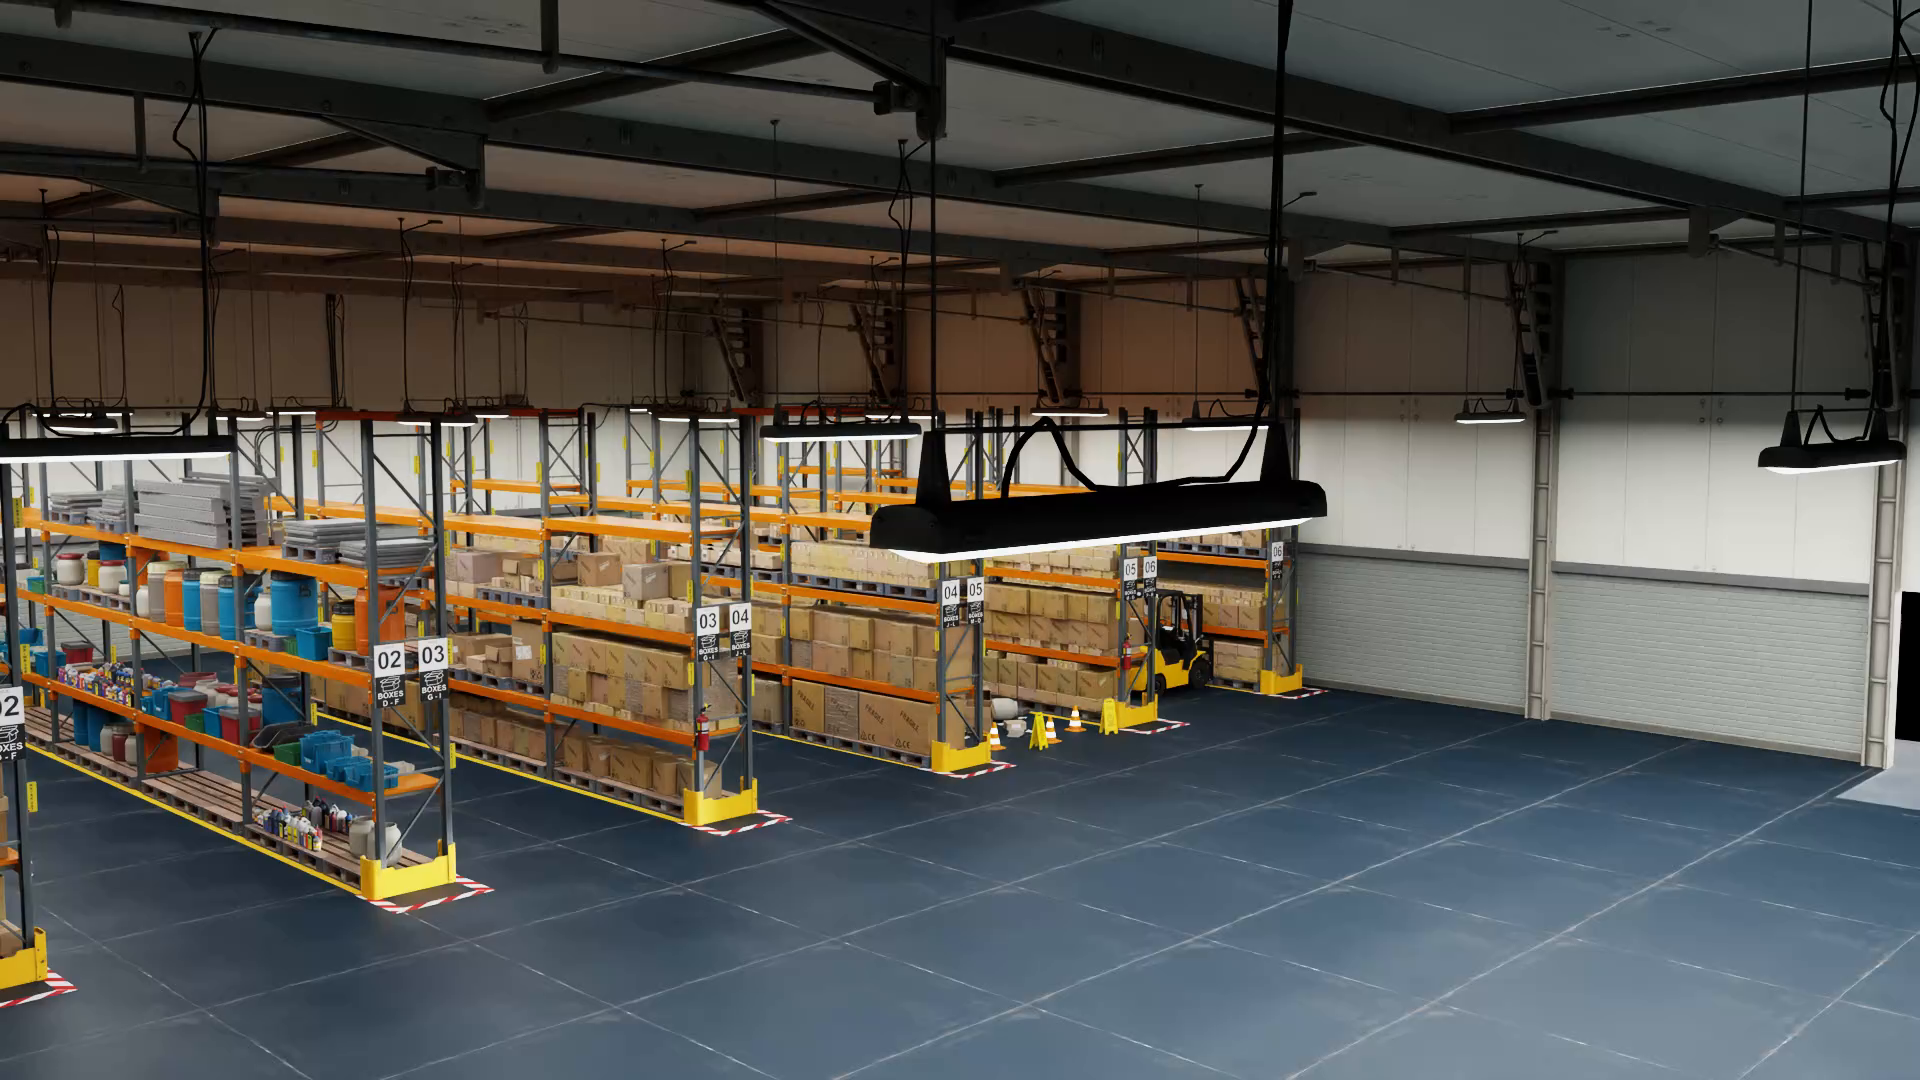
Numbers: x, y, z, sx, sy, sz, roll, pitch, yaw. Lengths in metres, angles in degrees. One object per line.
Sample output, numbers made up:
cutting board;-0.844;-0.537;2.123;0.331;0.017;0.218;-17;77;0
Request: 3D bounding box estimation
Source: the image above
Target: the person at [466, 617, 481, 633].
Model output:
person;-12.059;1.790;41.312;0.480;1.806;0.561;2;5;20
